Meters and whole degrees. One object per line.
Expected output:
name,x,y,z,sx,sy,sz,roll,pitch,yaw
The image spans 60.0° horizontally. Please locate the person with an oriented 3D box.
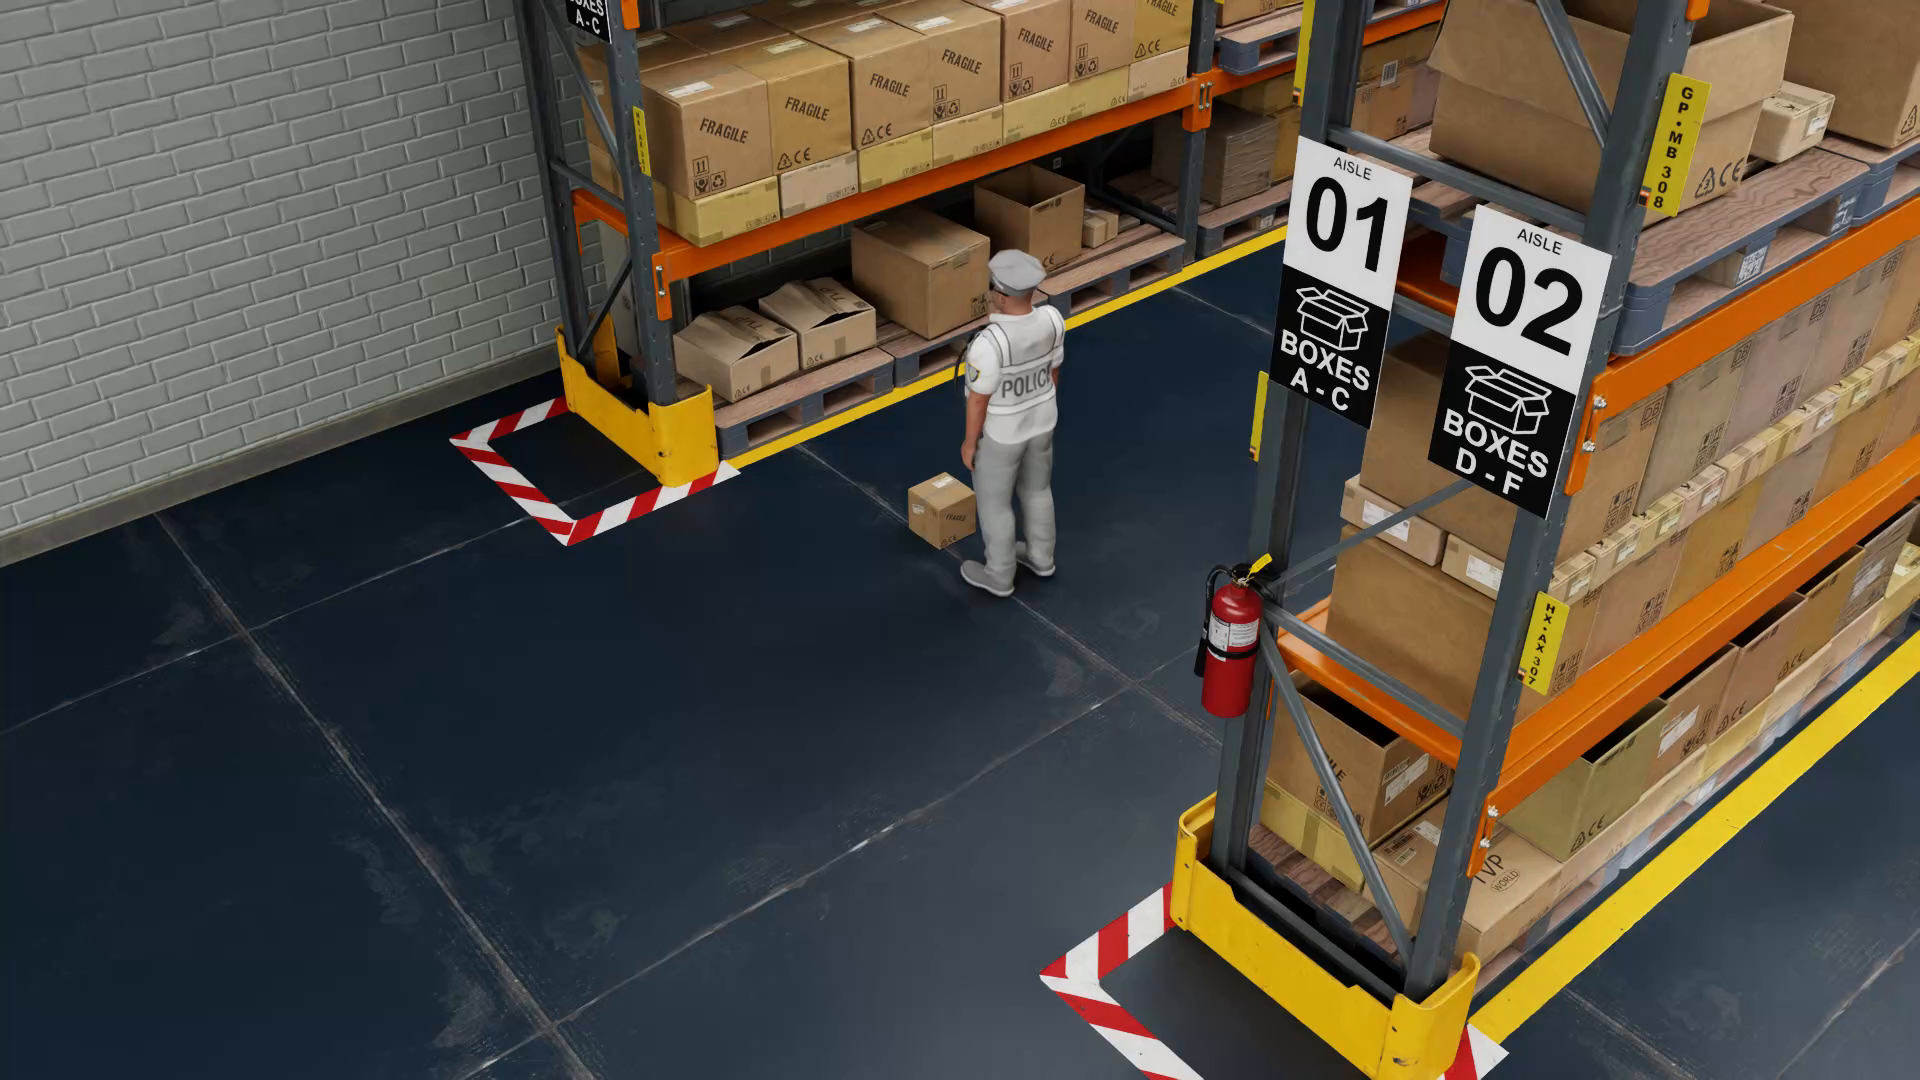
person,0.222,-0.534,7.814,0.530,1.777,0.394,-26,43,-31
